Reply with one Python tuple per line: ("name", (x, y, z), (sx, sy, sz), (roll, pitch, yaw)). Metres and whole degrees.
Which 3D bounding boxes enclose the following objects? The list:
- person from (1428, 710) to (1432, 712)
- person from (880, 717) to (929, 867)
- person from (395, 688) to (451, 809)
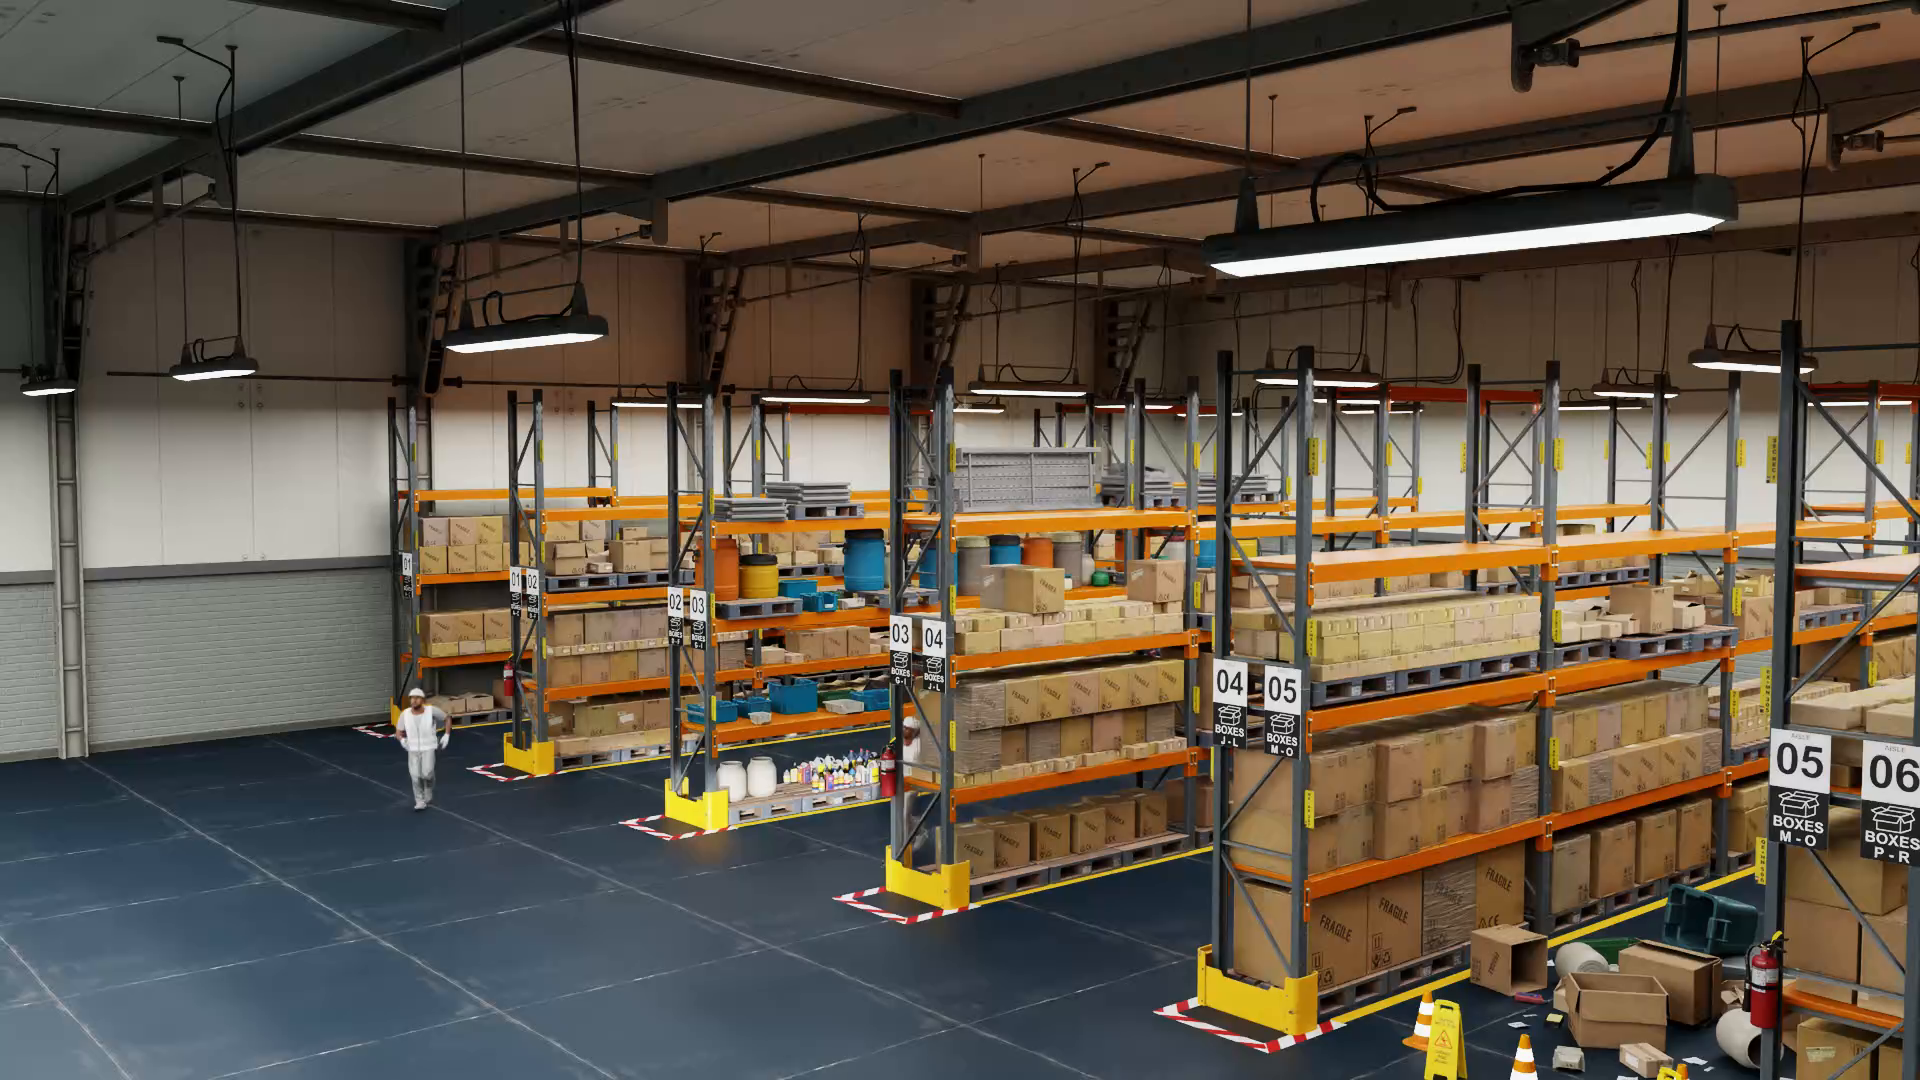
("person", (6.246, 3.015, 22.009), (0.948, 1.668, 0.565), (-3, 4, -42))
("person", (-0.671, 3.052, 20.453), (0.700, 1.762, 0.935), (3, 4, 40))
("person", (-7.513, 2.935, 23.205), (0.712, 1.732, 0.694), (0, 3, -5))
